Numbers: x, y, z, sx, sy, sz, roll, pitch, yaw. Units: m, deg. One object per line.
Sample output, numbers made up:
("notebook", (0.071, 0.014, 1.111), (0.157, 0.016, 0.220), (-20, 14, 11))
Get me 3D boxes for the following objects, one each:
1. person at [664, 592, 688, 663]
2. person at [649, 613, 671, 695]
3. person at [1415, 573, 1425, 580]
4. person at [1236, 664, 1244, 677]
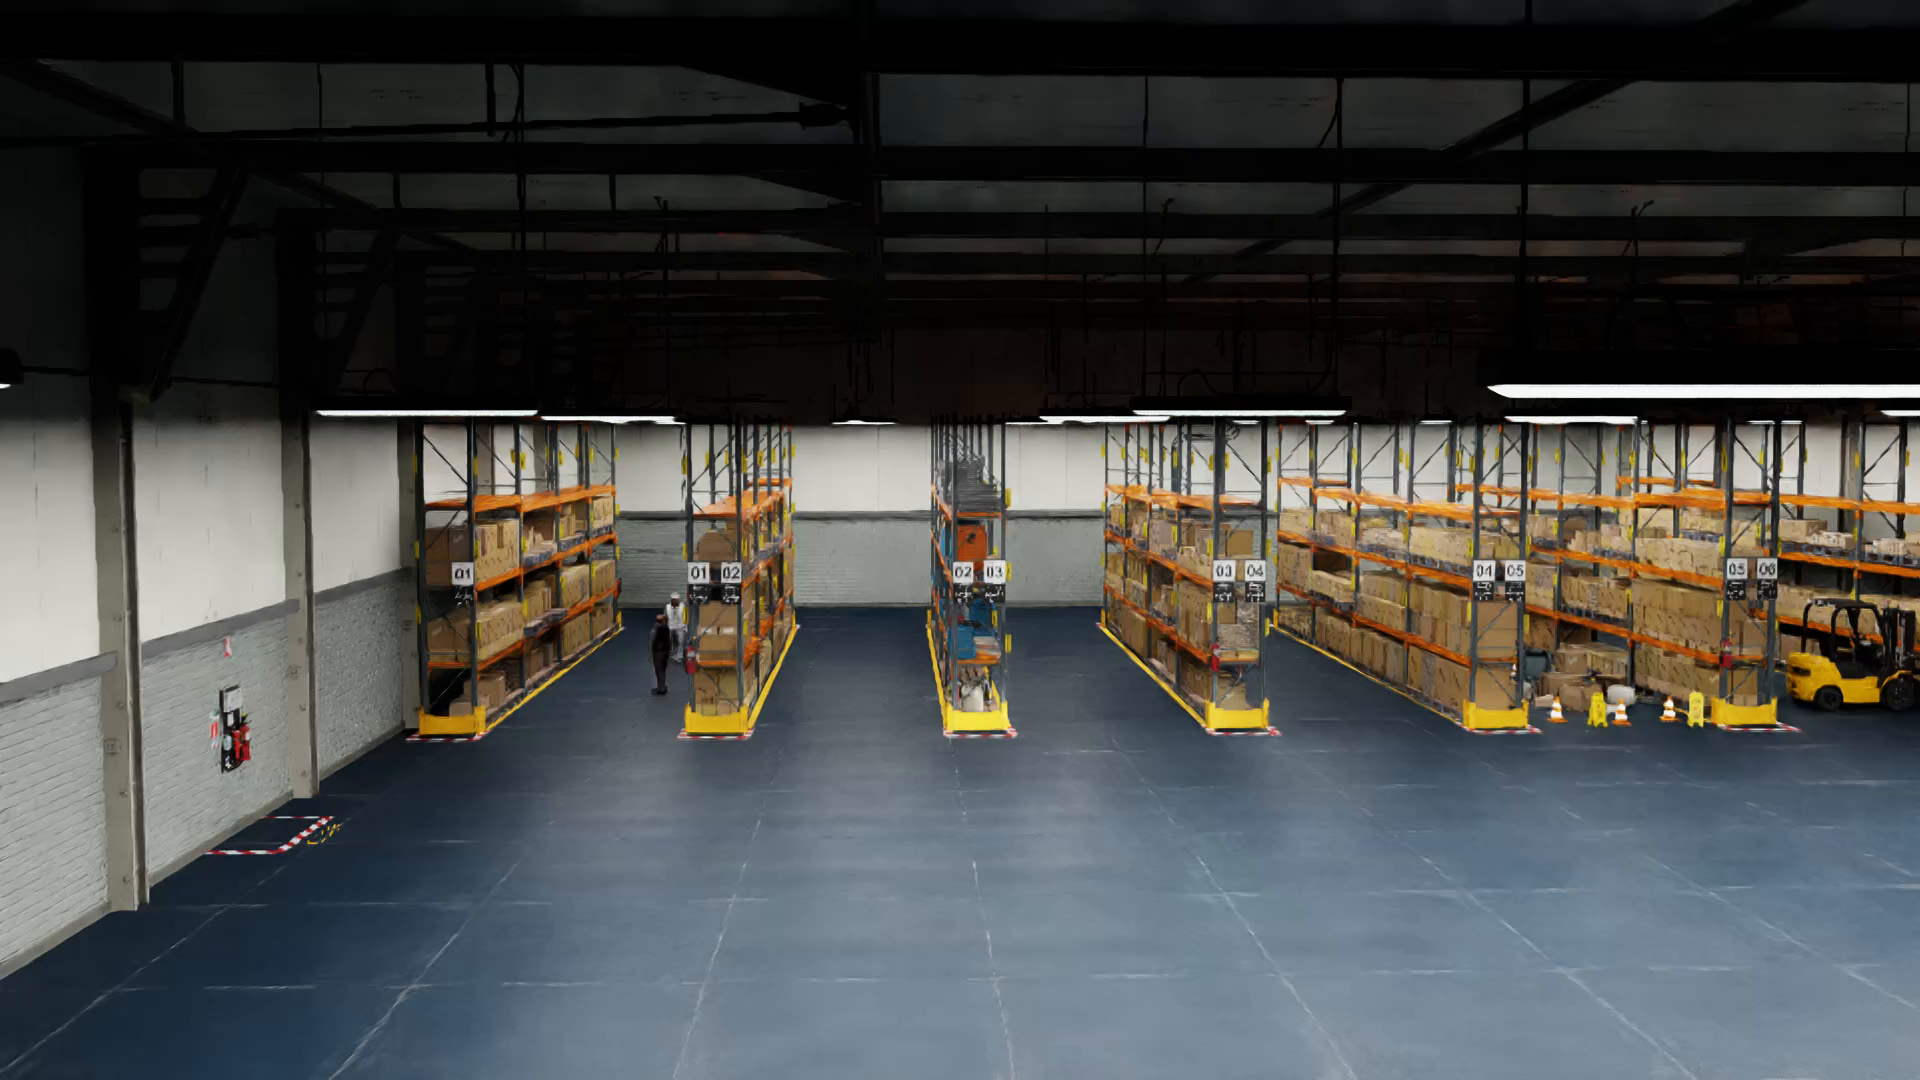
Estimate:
("person", (-6.914, 2.110, 40.379), (0.566, 1.706, 1.122), (0, 4, 0))
("person", (-6.445, 2.425, 35.602), (0.576, 1.718, 0.626), (2, 4, 30))
("person", (12.421, 1.771, 45.044), (0.598, 1.743, 0.675), (1, 4, 16))
("person", (6.470, 2.320, 38.085), (0.446, 1.591, 1.110), (0, 4, -5))
